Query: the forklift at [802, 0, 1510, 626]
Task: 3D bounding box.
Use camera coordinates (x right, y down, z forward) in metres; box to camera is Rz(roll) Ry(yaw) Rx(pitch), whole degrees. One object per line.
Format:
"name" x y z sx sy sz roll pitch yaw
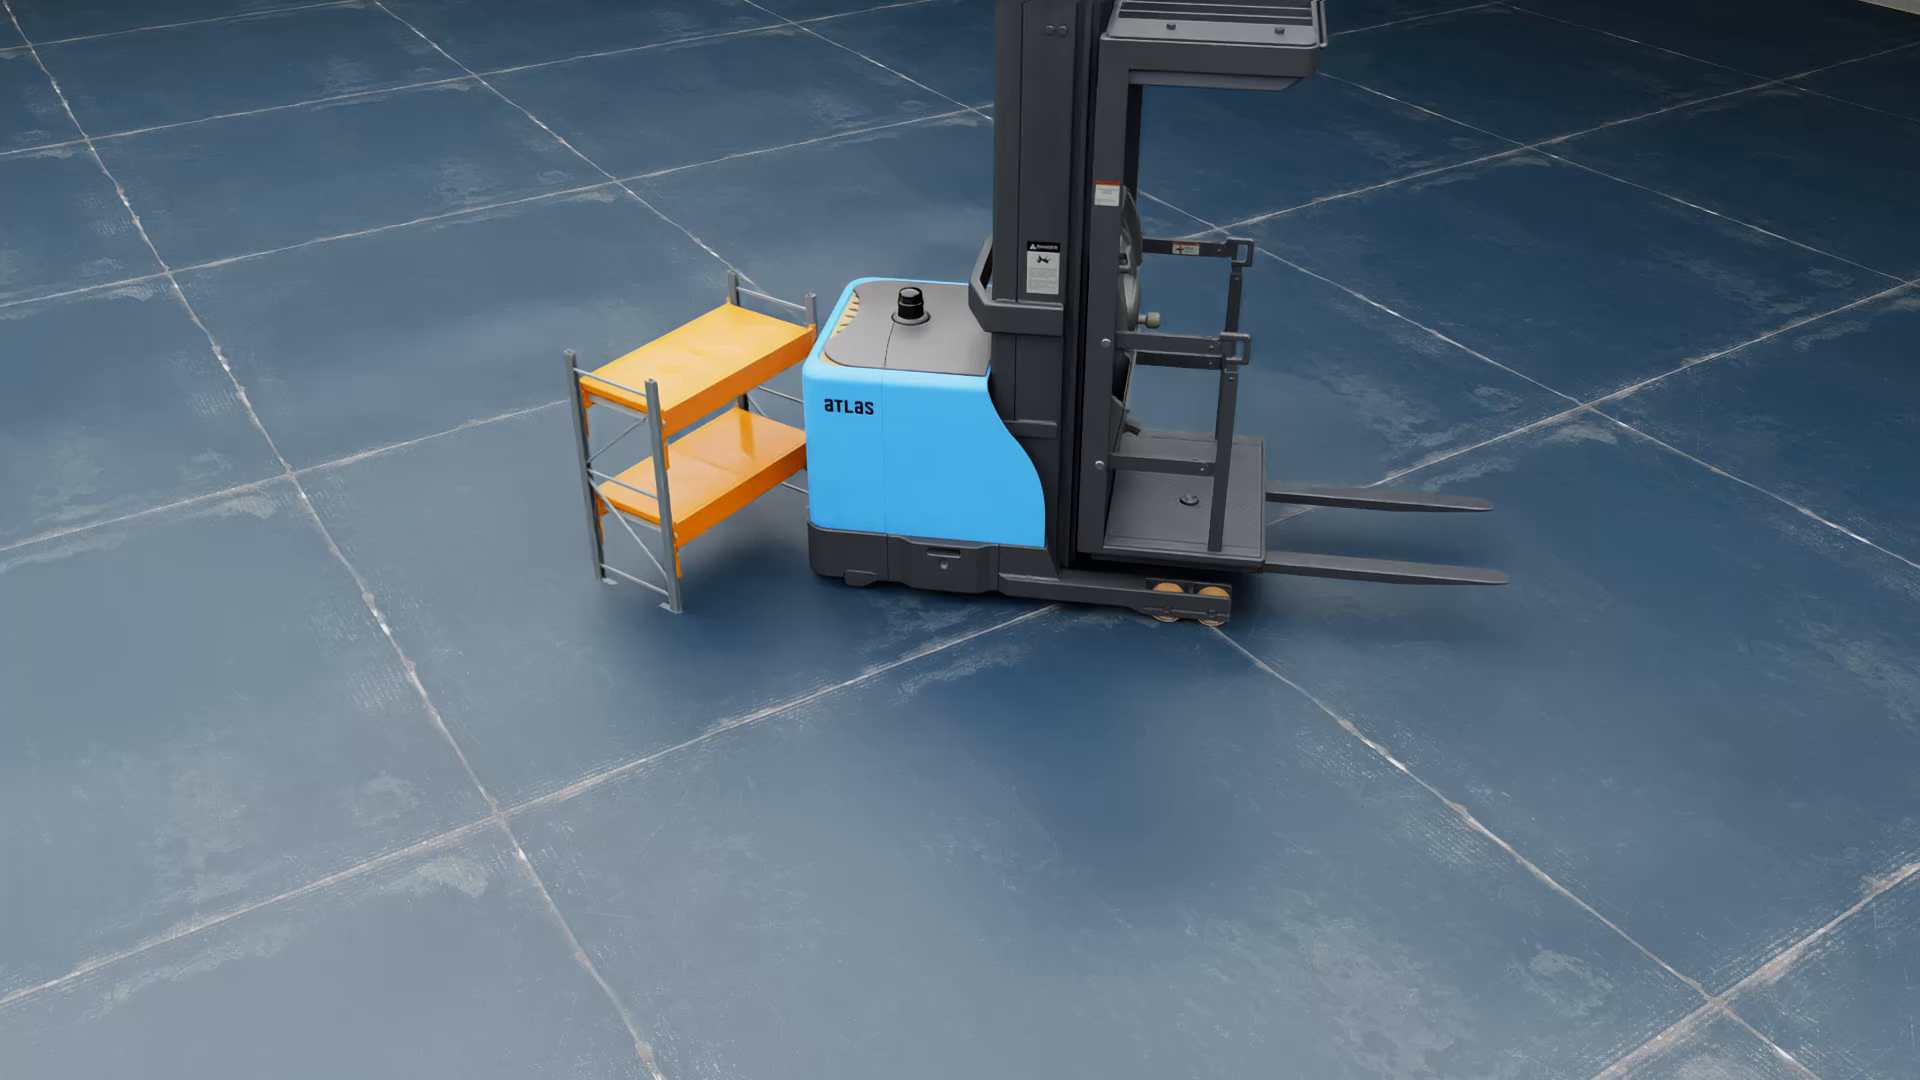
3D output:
"forklift" 0.889 -1.176 6.867 3.031 2.935 1.130 5 33 8

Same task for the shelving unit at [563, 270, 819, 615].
"shelving unit" -1.137 -0.455 7.417 0.538 1.125 1.048 20 37 29

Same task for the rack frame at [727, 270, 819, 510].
"rack frame" -0.849 -0.678 7.771 0.500 1.125 0.032 20 37 29

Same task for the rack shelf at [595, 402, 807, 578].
"rack shelf" -1.137 -0.248 7.548 0.538 0.278 1.000 20 37 29

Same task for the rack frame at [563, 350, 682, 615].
"rack frame" -1.426 -0.232 7.063 0.500 1.125 0.032 20 37 29

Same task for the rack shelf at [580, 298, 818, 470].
"rack shelf" -1.137 -0.703 7.261 0.538 0.278 1.000 20 37 29
